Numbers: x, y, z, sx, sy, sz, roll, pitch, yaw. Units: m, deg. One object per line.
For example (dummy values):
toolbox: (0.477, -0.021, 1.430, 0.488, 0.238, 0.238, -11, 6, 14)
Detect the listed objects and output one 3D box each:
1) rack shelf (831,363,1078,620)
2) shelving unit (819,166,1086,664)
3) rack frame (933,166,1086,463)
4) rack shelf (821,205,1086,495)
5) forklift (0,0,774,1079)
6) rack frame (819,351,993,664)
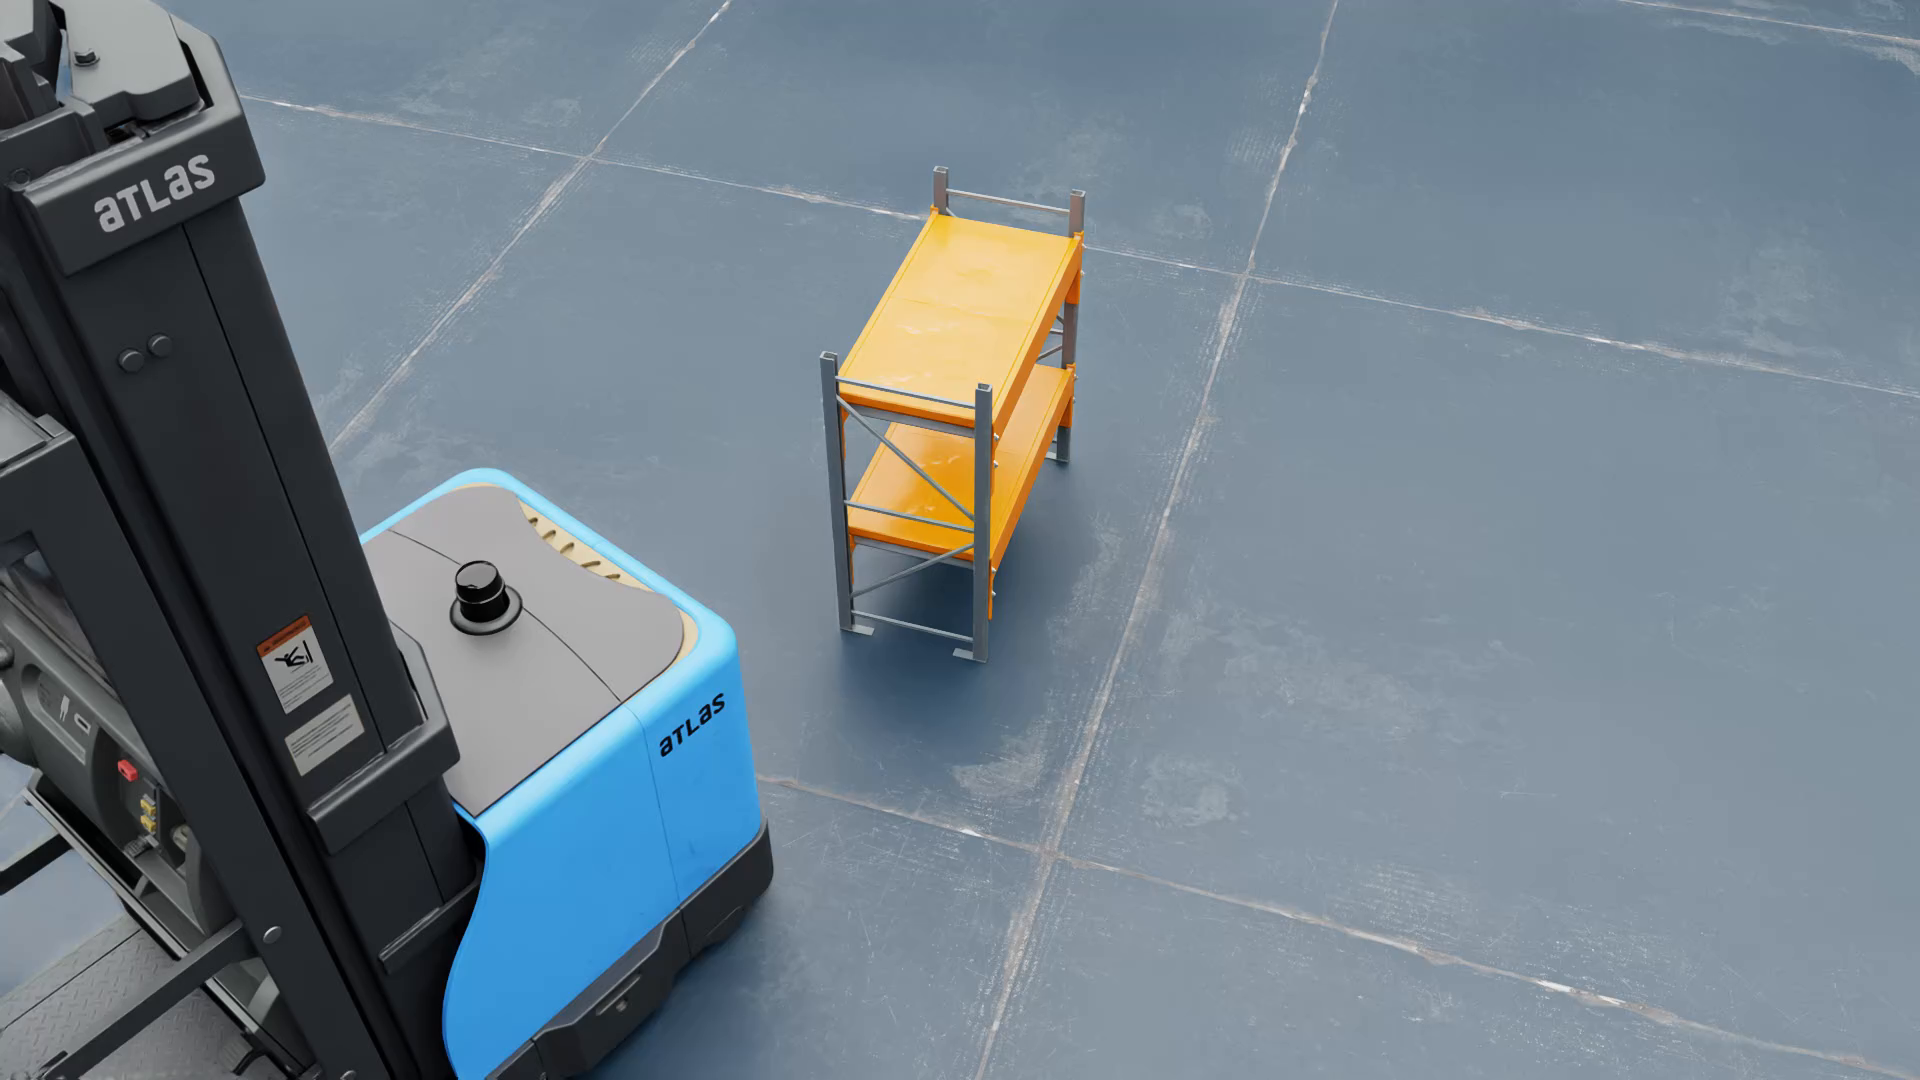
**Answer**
rack shelf: (0.002, -0.232, 5.532, 0.538, 0.278, 1.000, 13, 46, 13)
shelving unit: (0.002, -0.407, 5.361, 0.538, 1.125, 1.048, 13, 46, 13)
rack frame: (0.156, -0.745, 5.707, 0.500, 1.125, 0.032, 13, 46, 13)
rack shelf: (0.002, -0.616, 5.156, 0.538, 0.278, 1.000, 13, 46, 13)
forklift: (-1.858, 0.507, 3.136, 1.130, 2.935, 3.031, 30, 52, 27)
rack frame: (-0.152, -0.068, 5.015, 0.500, 1.125, 0.032, 13, 46, 13)
